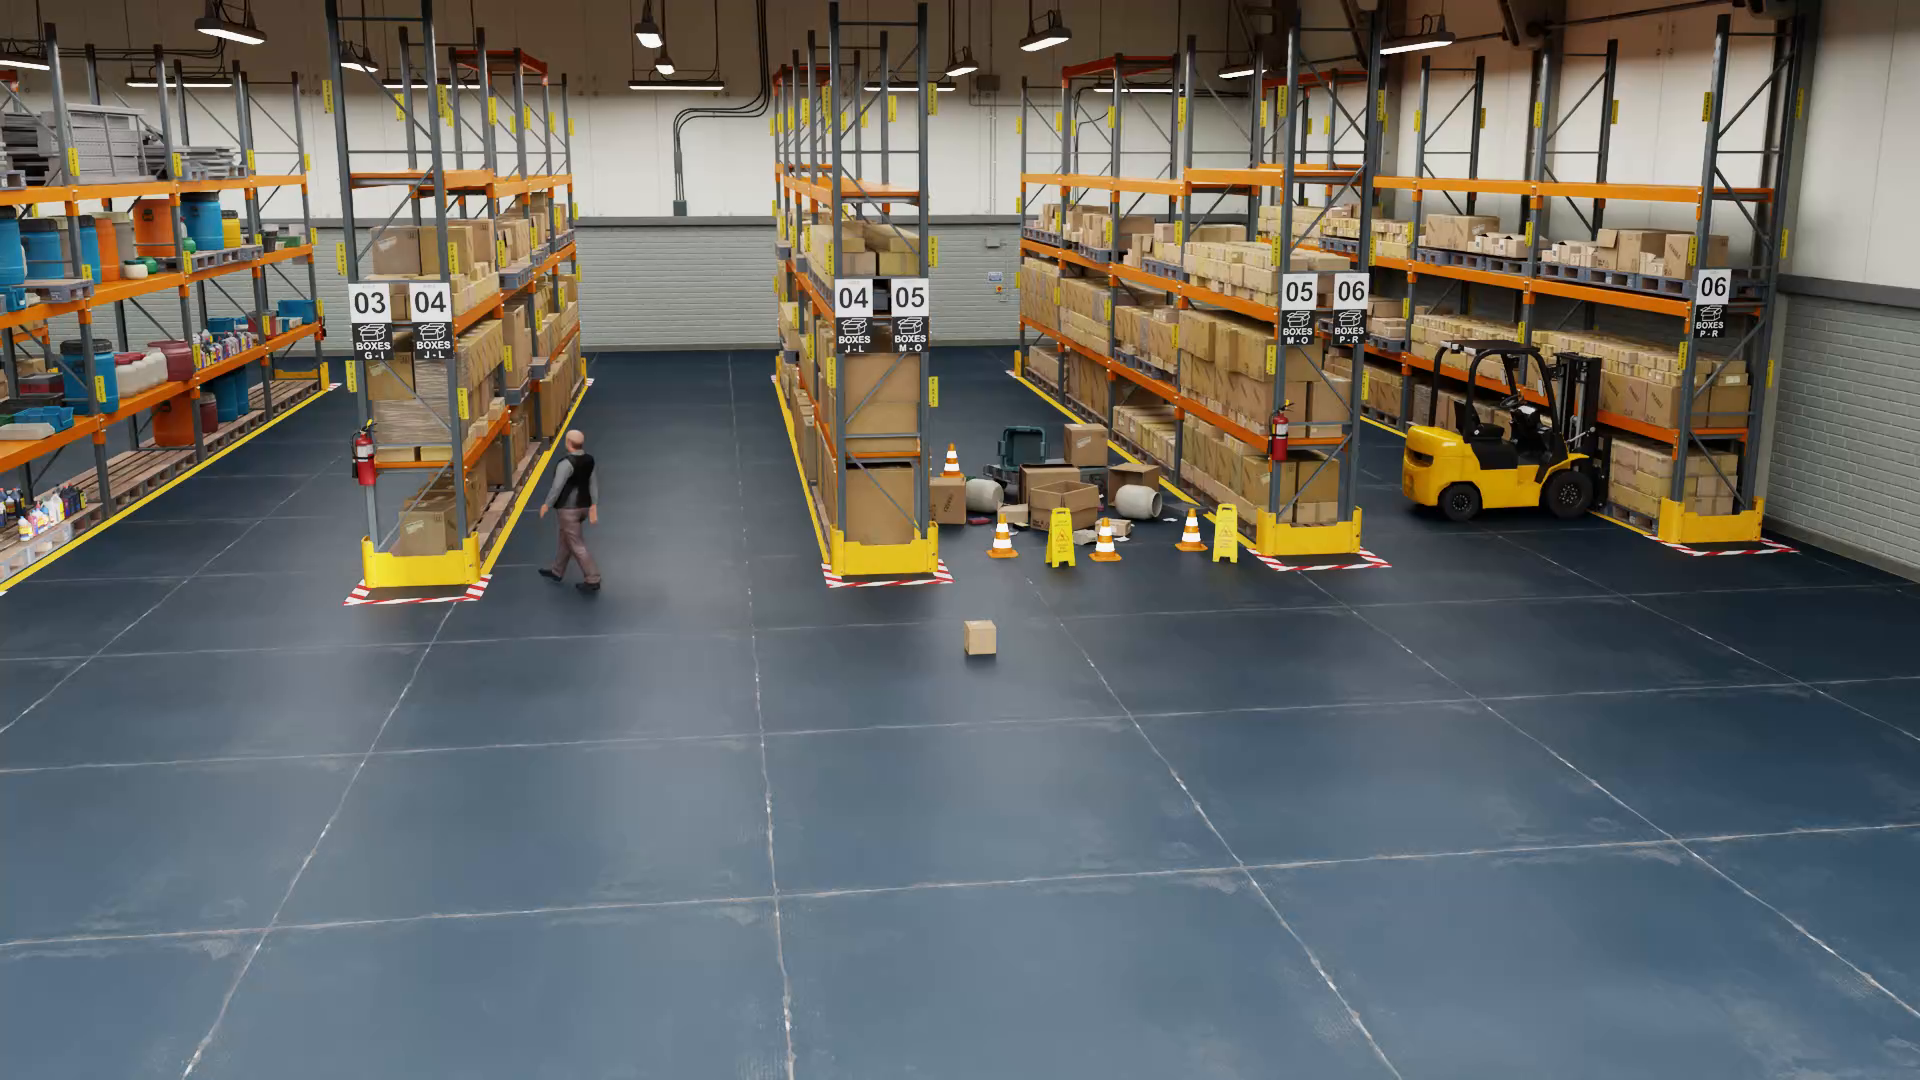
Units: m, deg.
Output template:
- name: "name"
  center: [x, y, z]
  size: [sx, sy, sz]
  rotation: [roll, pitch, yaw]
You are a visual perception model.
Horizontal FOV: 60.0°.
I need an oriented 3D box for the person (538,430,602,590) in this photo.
- name: "person"
  center: [-4.165, -0.334, 17.479]
  size: [0.928, 1.678, 0.552]
  rotation: [5, 14, 20]
